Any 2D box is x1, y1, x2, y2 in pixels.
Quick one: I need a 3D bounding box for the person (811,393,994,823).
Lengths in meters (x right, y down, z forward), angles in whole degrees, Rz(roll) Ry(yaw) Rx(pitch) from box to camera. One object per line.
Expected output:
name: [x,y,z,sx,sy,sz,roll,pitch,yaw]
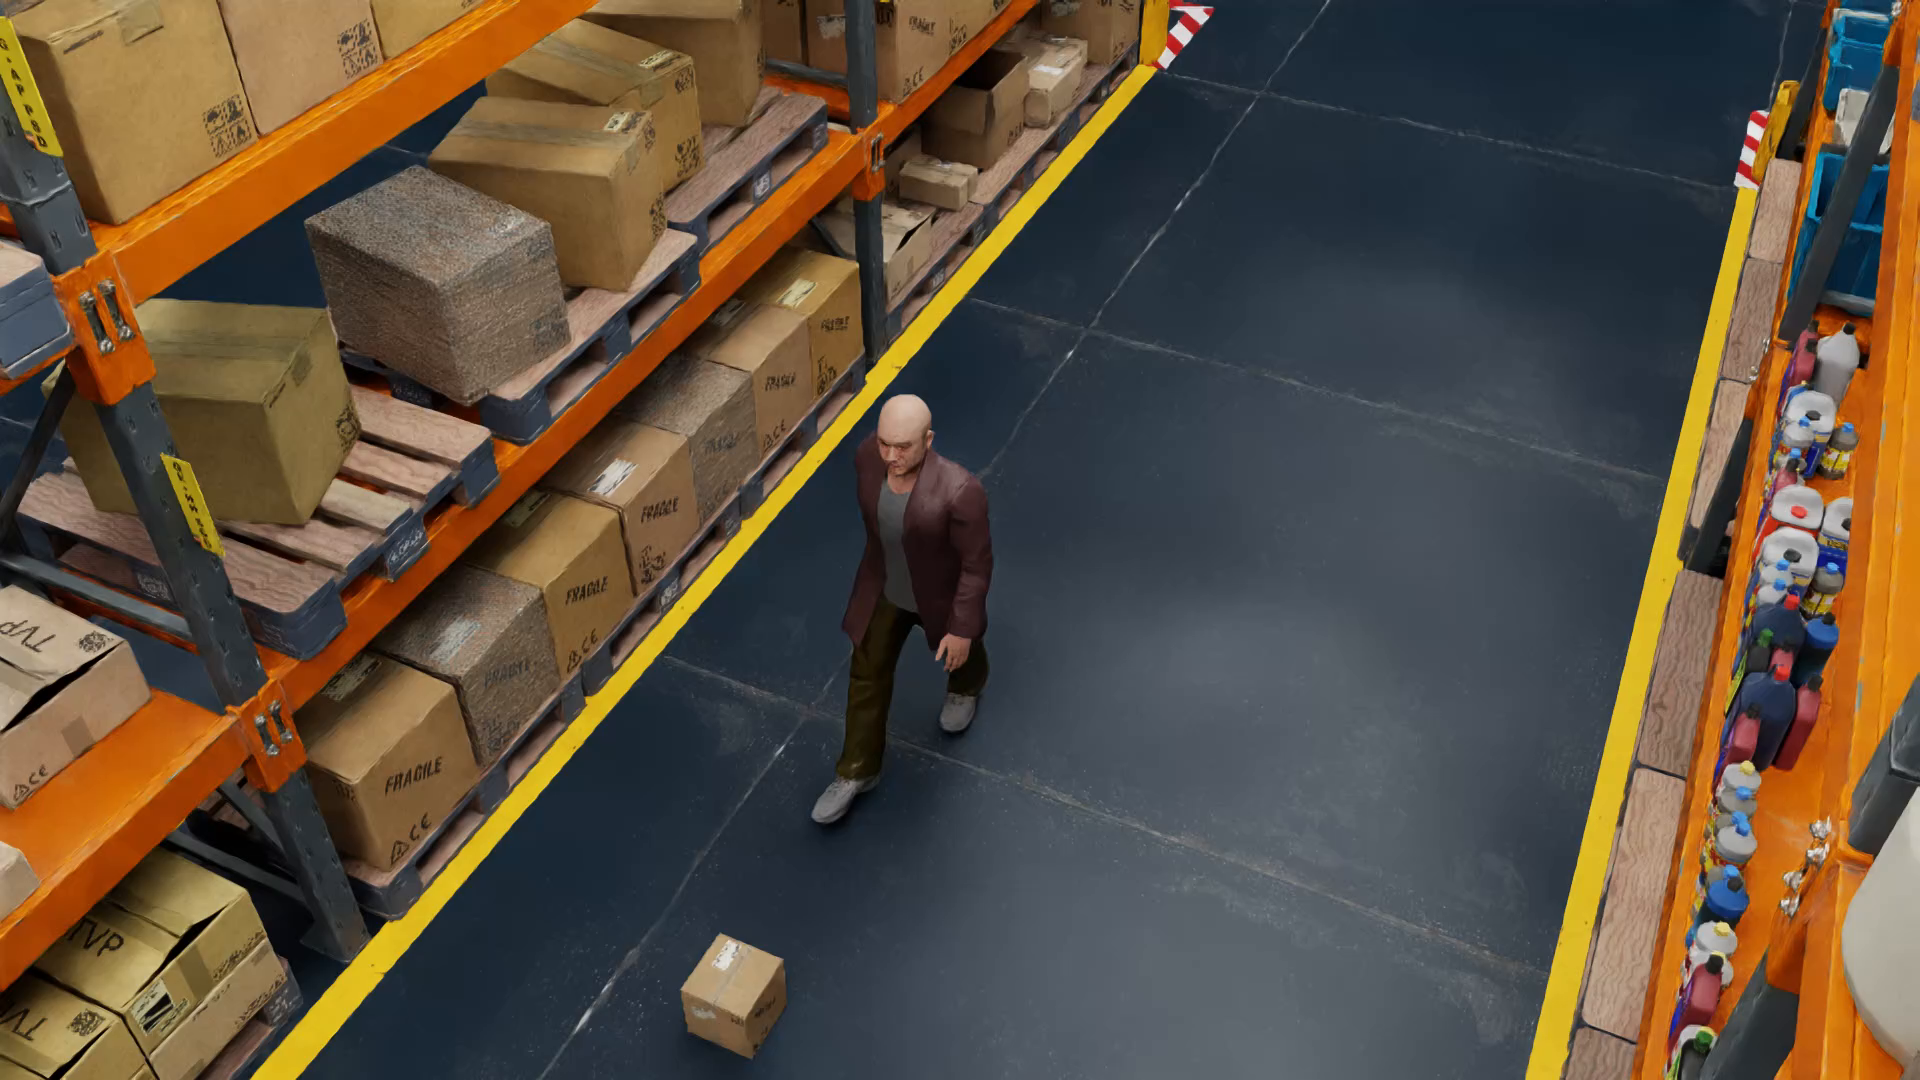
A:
person: [-0.170,0.199,5.939,0.624,1.724,1.029,19,45,20]
